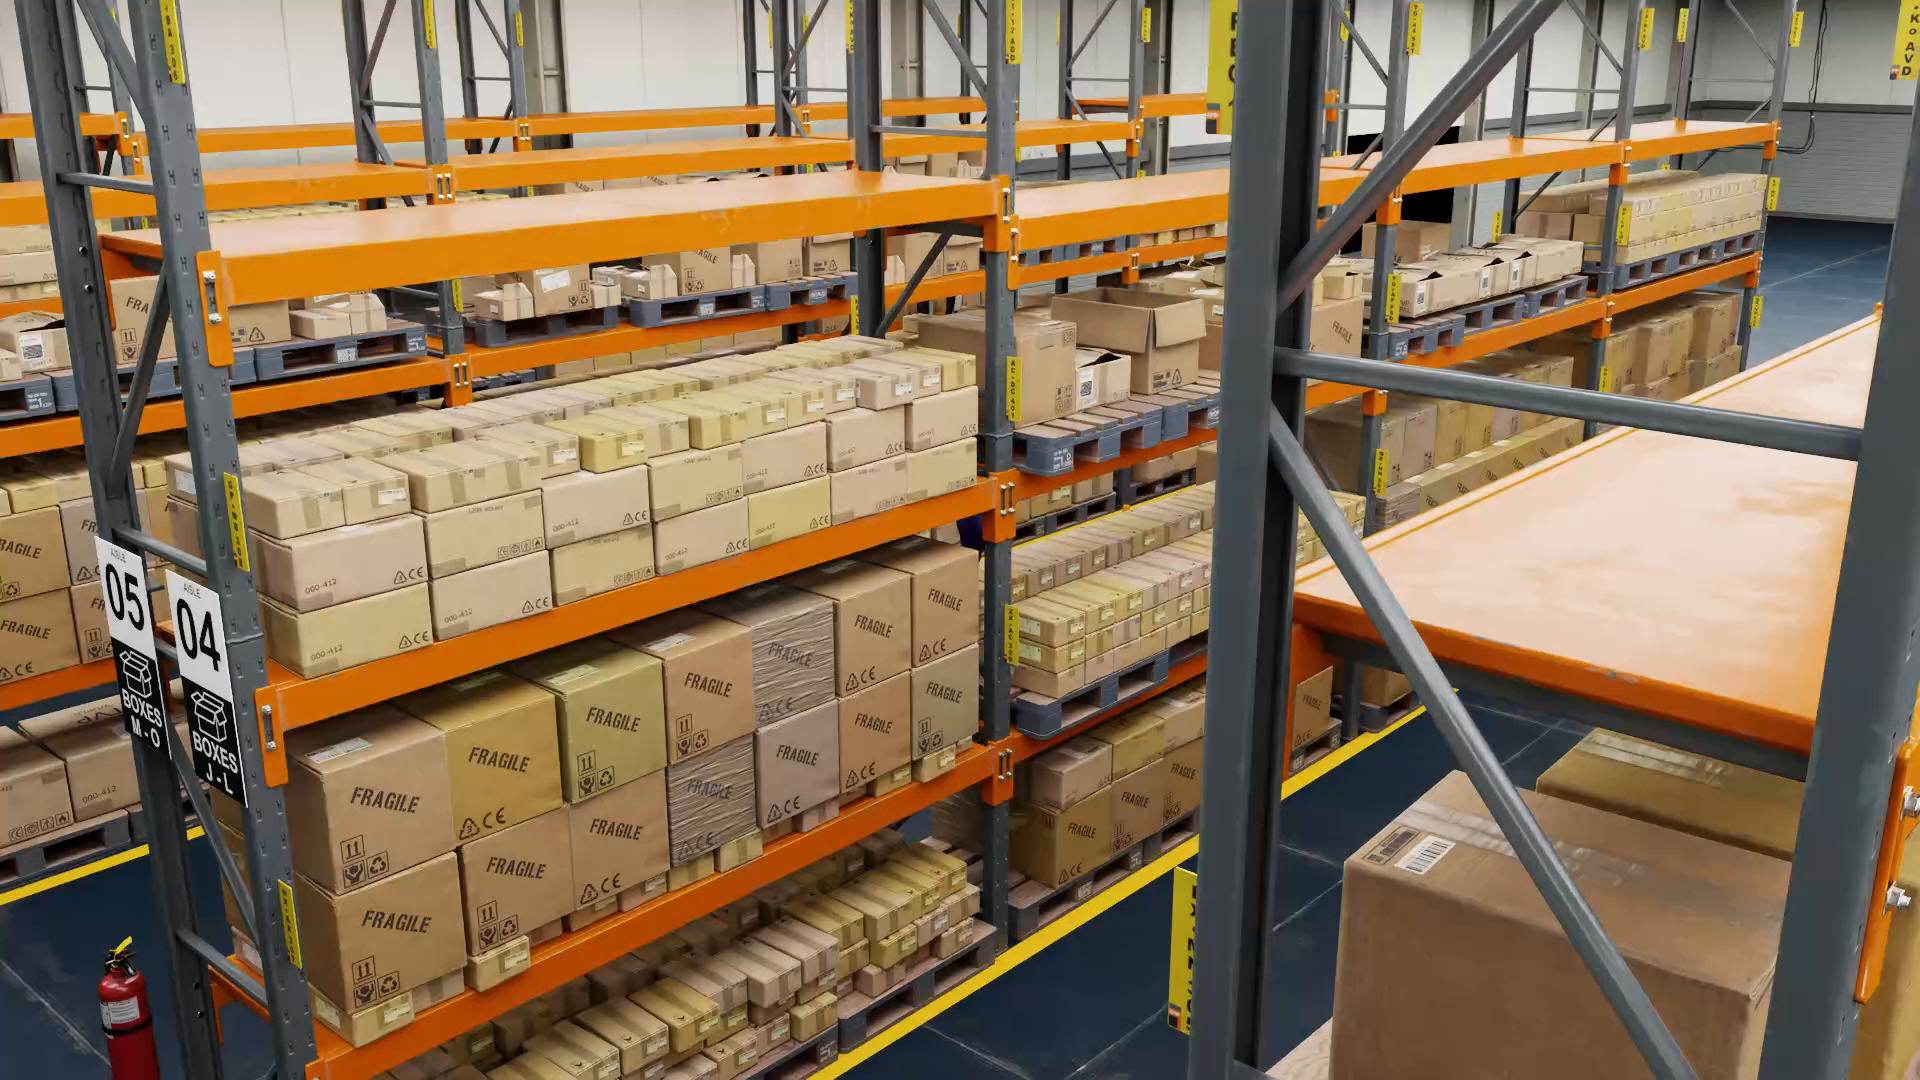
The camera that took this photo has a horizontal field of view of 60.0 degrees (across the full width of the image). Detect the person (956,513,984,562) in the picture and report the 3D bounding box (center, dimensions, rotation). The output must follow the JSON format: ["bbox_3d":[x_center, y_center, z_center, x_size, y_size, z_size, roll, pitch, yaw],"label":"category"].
[{"bbox_3d":[0.200,-0.164,14.770,0.543,1.652,0.372,14,22,37],"label":"person"}]
